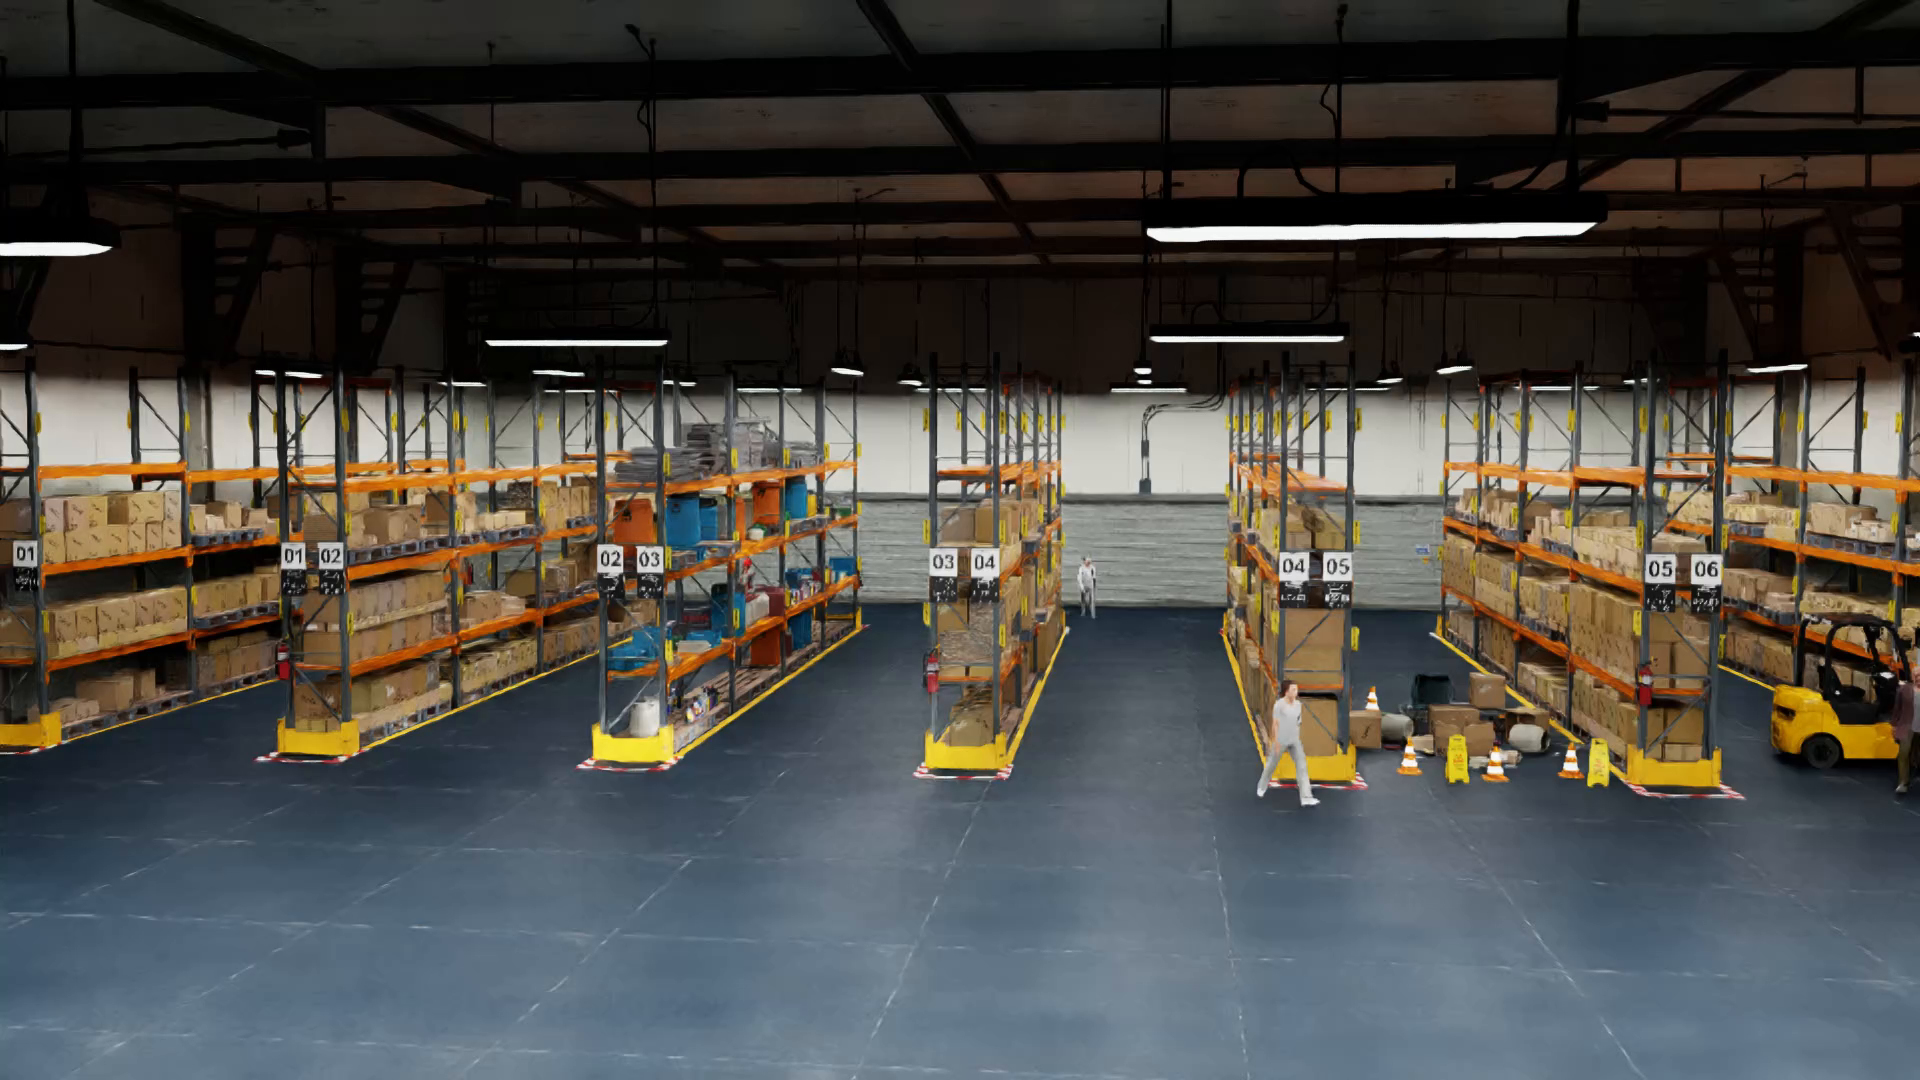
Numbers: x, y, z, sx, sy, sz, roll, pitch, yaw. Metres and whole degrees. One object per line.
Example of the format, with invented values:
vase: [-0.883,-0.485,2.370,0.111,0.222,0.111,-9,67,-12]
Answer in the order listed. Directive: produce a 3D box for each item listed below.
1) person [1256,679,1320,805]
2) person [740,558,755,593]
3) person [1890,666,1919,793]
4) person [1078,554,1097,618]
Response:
person: [4.275,2.637,21.850,0.532,1.635,0.931,-1,4,-20]
person: [-5.043,1.328,39.338,0.580,1.791,0.719,1,4,9]
person: [12.984,2.550,22.554,0.636,1.722,1.046,2,5,27]
person: [3.246,1.168,42.525,0.483,1.621,0.993,0,4,-1]
